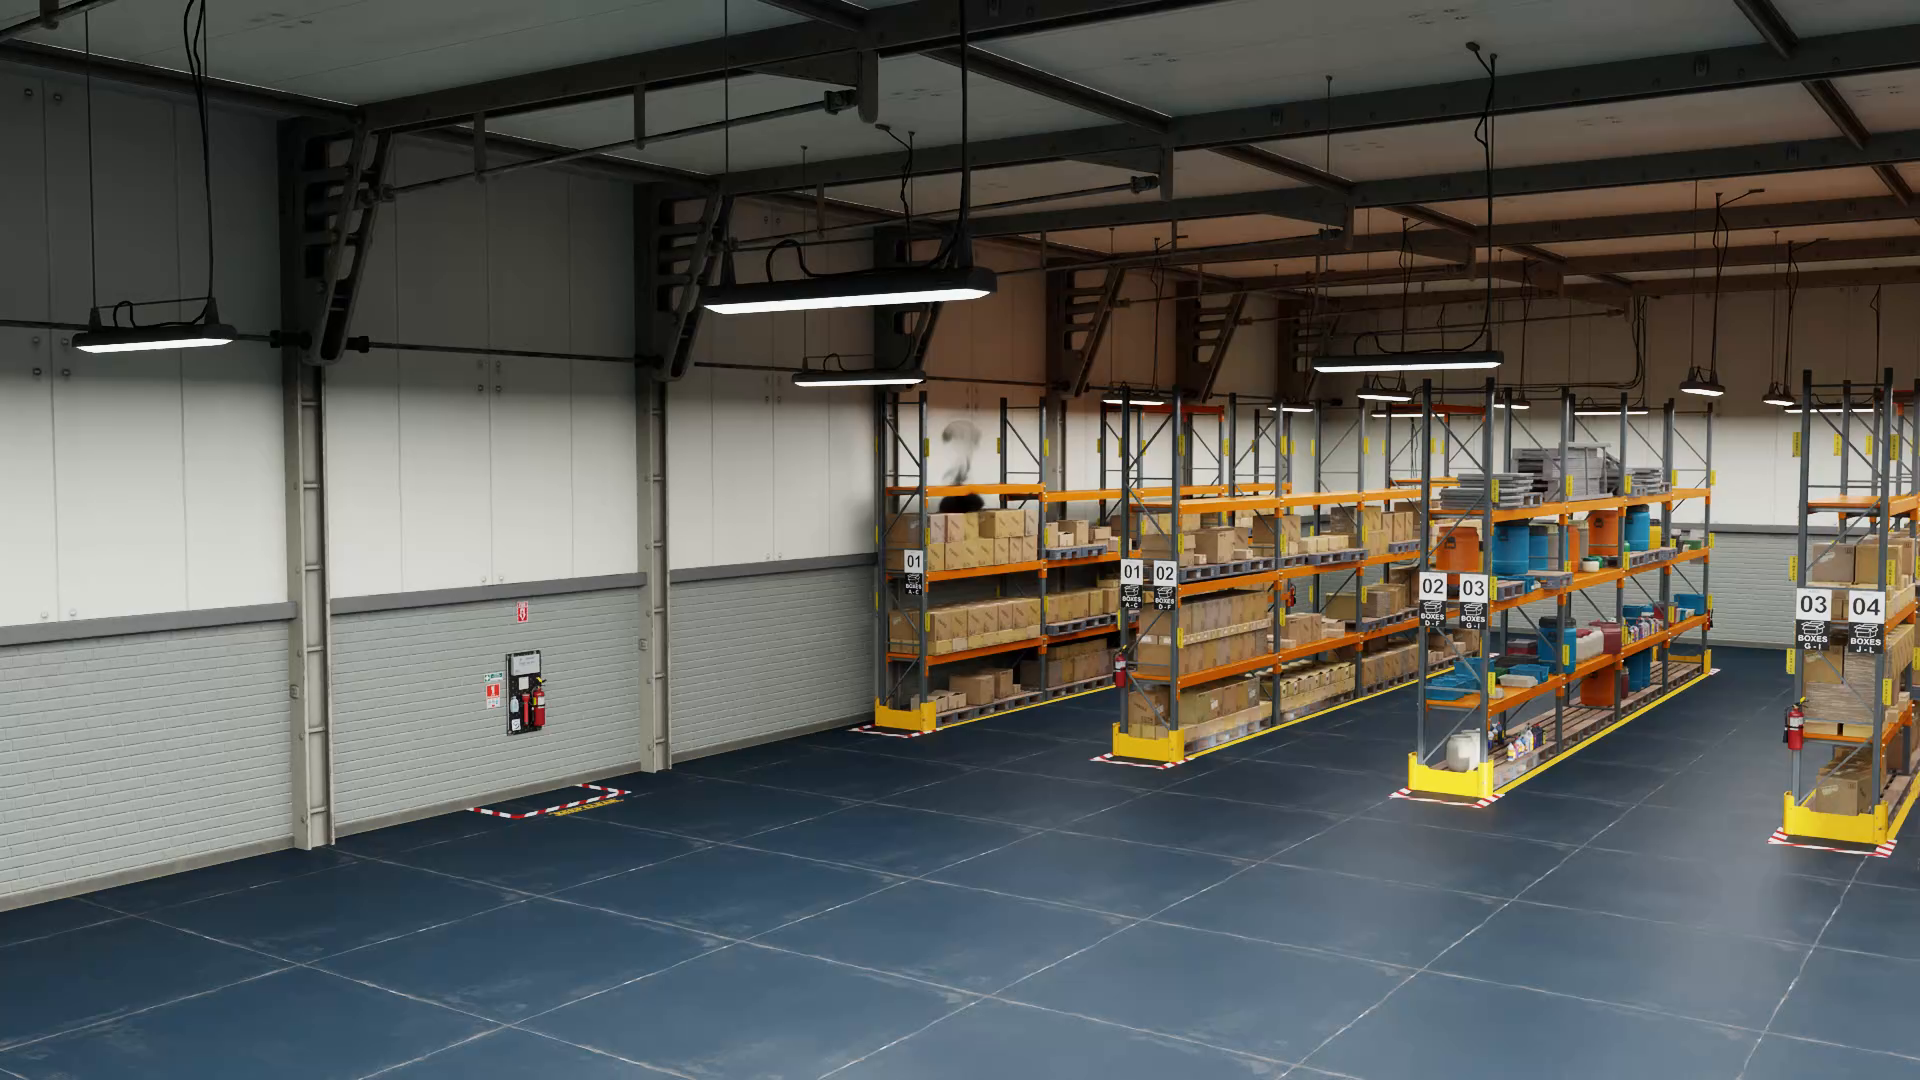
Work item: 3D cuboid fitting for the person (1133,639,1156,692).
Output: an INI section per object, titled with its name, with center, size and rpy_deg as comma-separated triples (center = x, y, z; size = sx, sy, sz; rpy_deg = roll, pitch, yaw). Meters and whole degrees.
[person]
center = 3.420, 2.525, 30.681
size = 0.596, 1.598, 0.703
rpy_deg = 3, 4, 39
